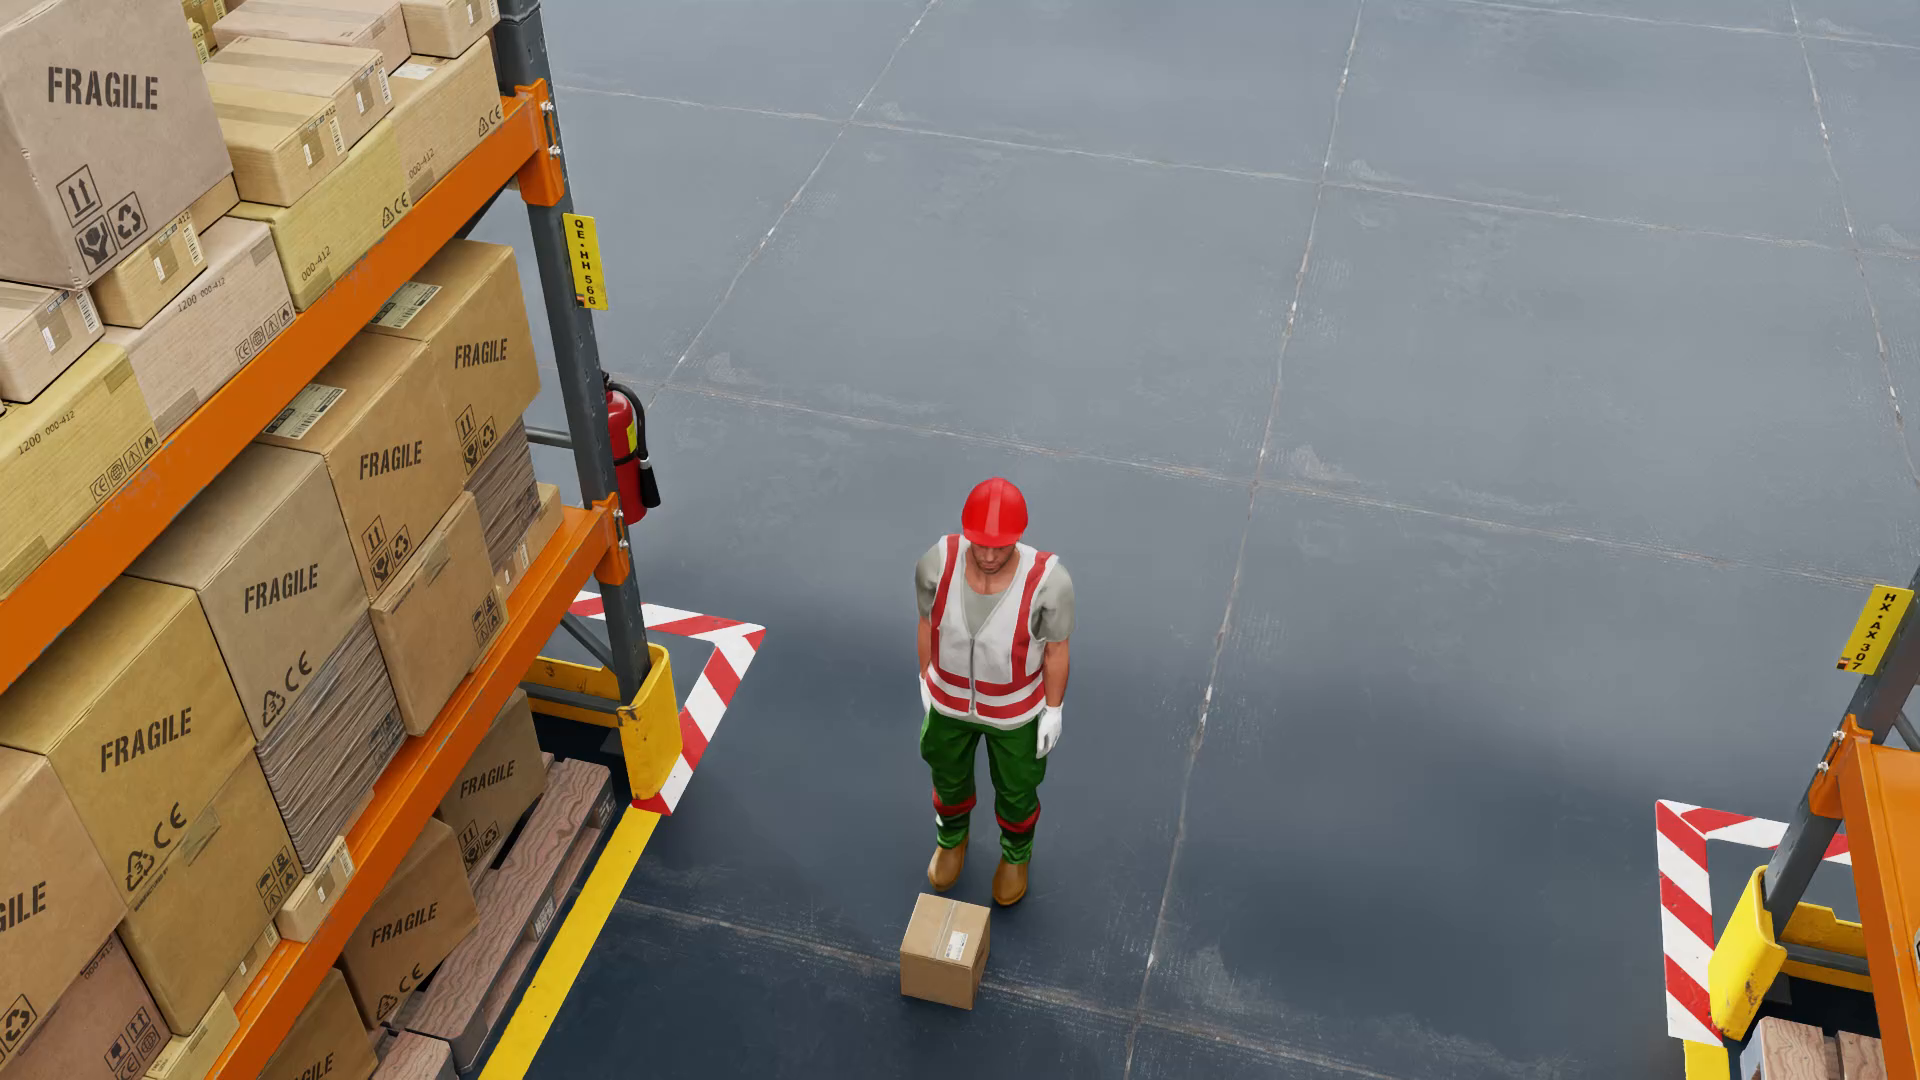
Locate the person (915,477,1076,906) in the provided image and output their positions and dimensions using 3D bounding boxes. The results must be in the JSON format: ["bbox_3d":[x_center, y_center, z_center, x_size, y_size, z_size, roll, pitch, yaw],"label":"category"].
[{"bbox_3d":[0.097,0.529,5.535,0.524,1.797,0.341,11,42,12],"label":"person"}]
